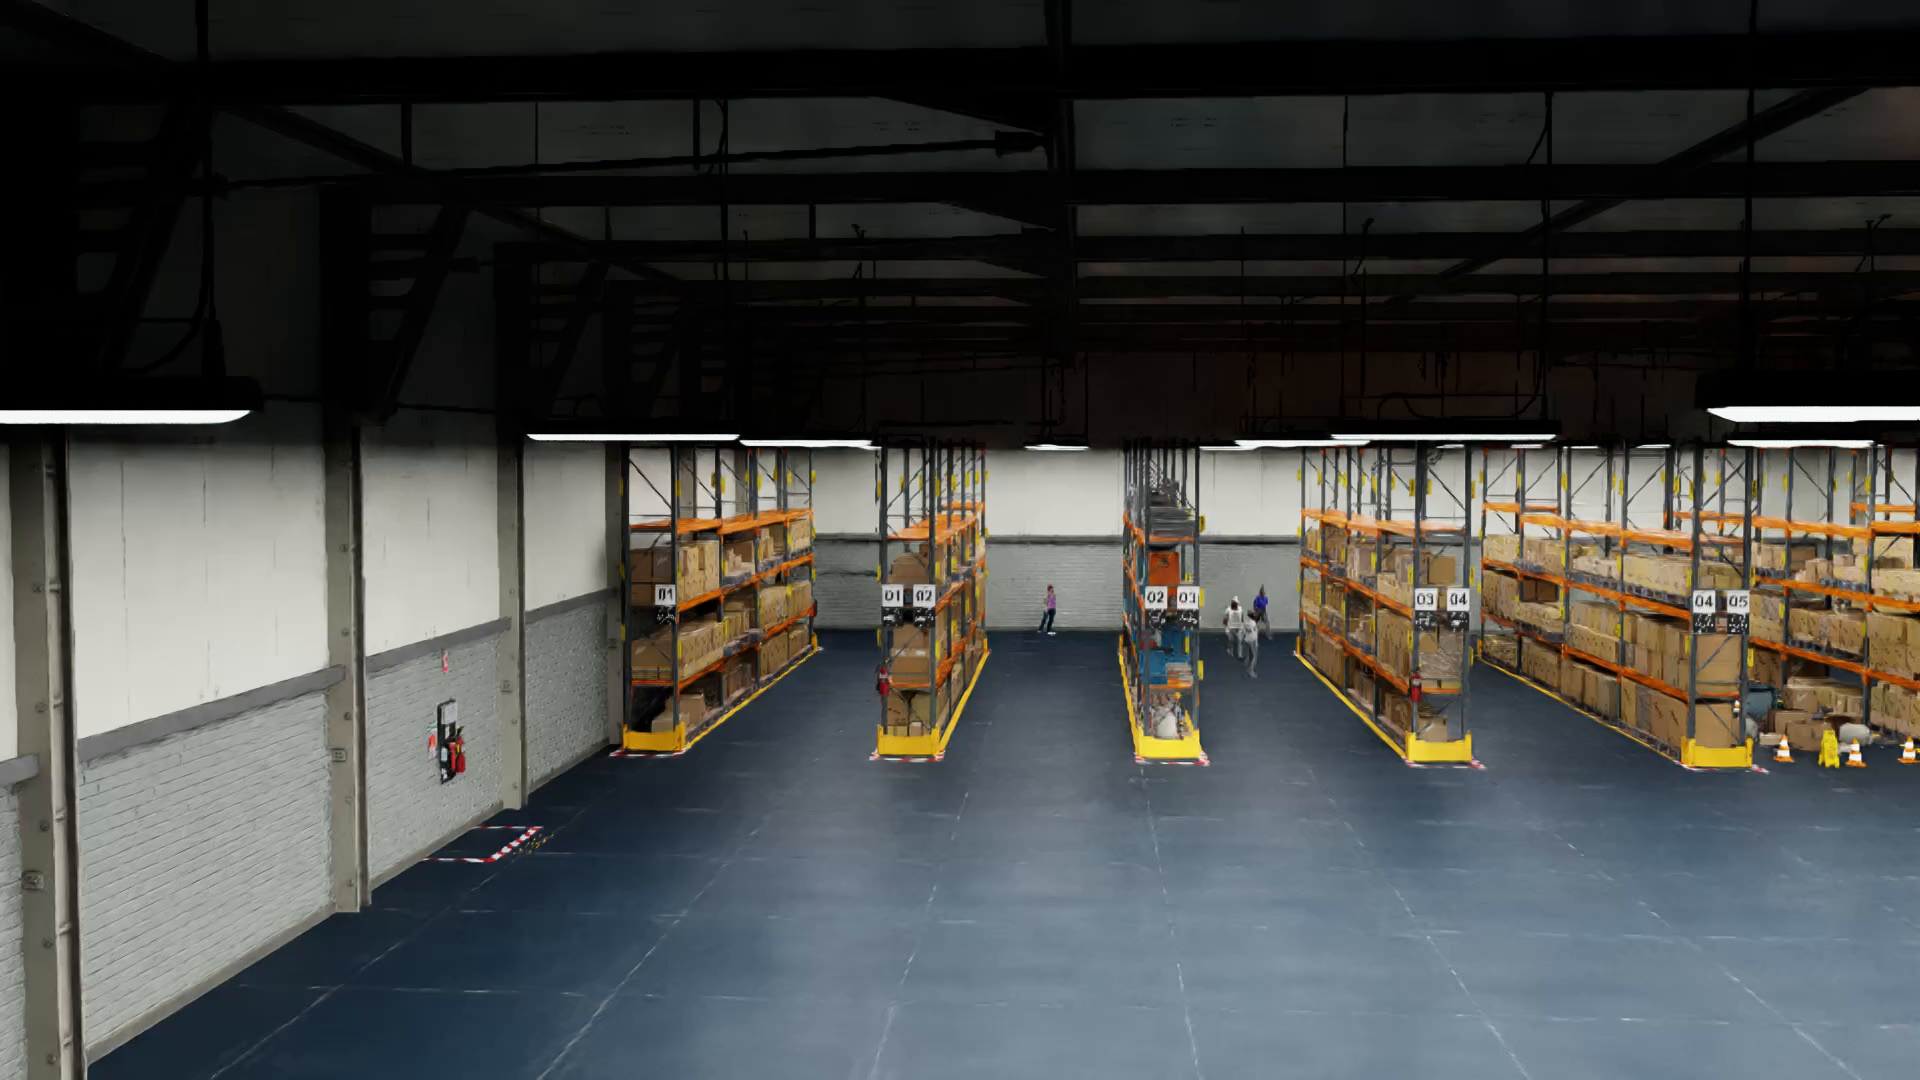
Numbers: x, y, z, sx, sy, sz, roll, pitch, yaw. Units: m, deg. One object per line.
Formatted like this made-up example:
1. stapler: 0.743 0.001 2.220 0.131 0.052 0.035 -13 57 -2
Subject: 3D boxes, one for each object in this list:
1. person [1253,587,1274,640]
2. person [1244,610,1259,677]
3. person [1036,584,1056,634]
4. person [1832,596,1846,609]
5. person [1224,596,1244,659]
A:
1. person: 9.153 2.218 50.622 0.489 1.606 0.938 -1 3 -19
2. person: 7.433 2.643 42.355 0.361 1.727 0.538 -1 3 -23
3. person: 2.691 2.155 52.003 0.597 1.591 0.454 -3 4 -41
4. person: 24.941 2.393 47.020 0.551 1.656 0.597 -1 3 -21
5. person: 7.573 2.403 45.889 0.566 1.706 1.122 0 3 6
